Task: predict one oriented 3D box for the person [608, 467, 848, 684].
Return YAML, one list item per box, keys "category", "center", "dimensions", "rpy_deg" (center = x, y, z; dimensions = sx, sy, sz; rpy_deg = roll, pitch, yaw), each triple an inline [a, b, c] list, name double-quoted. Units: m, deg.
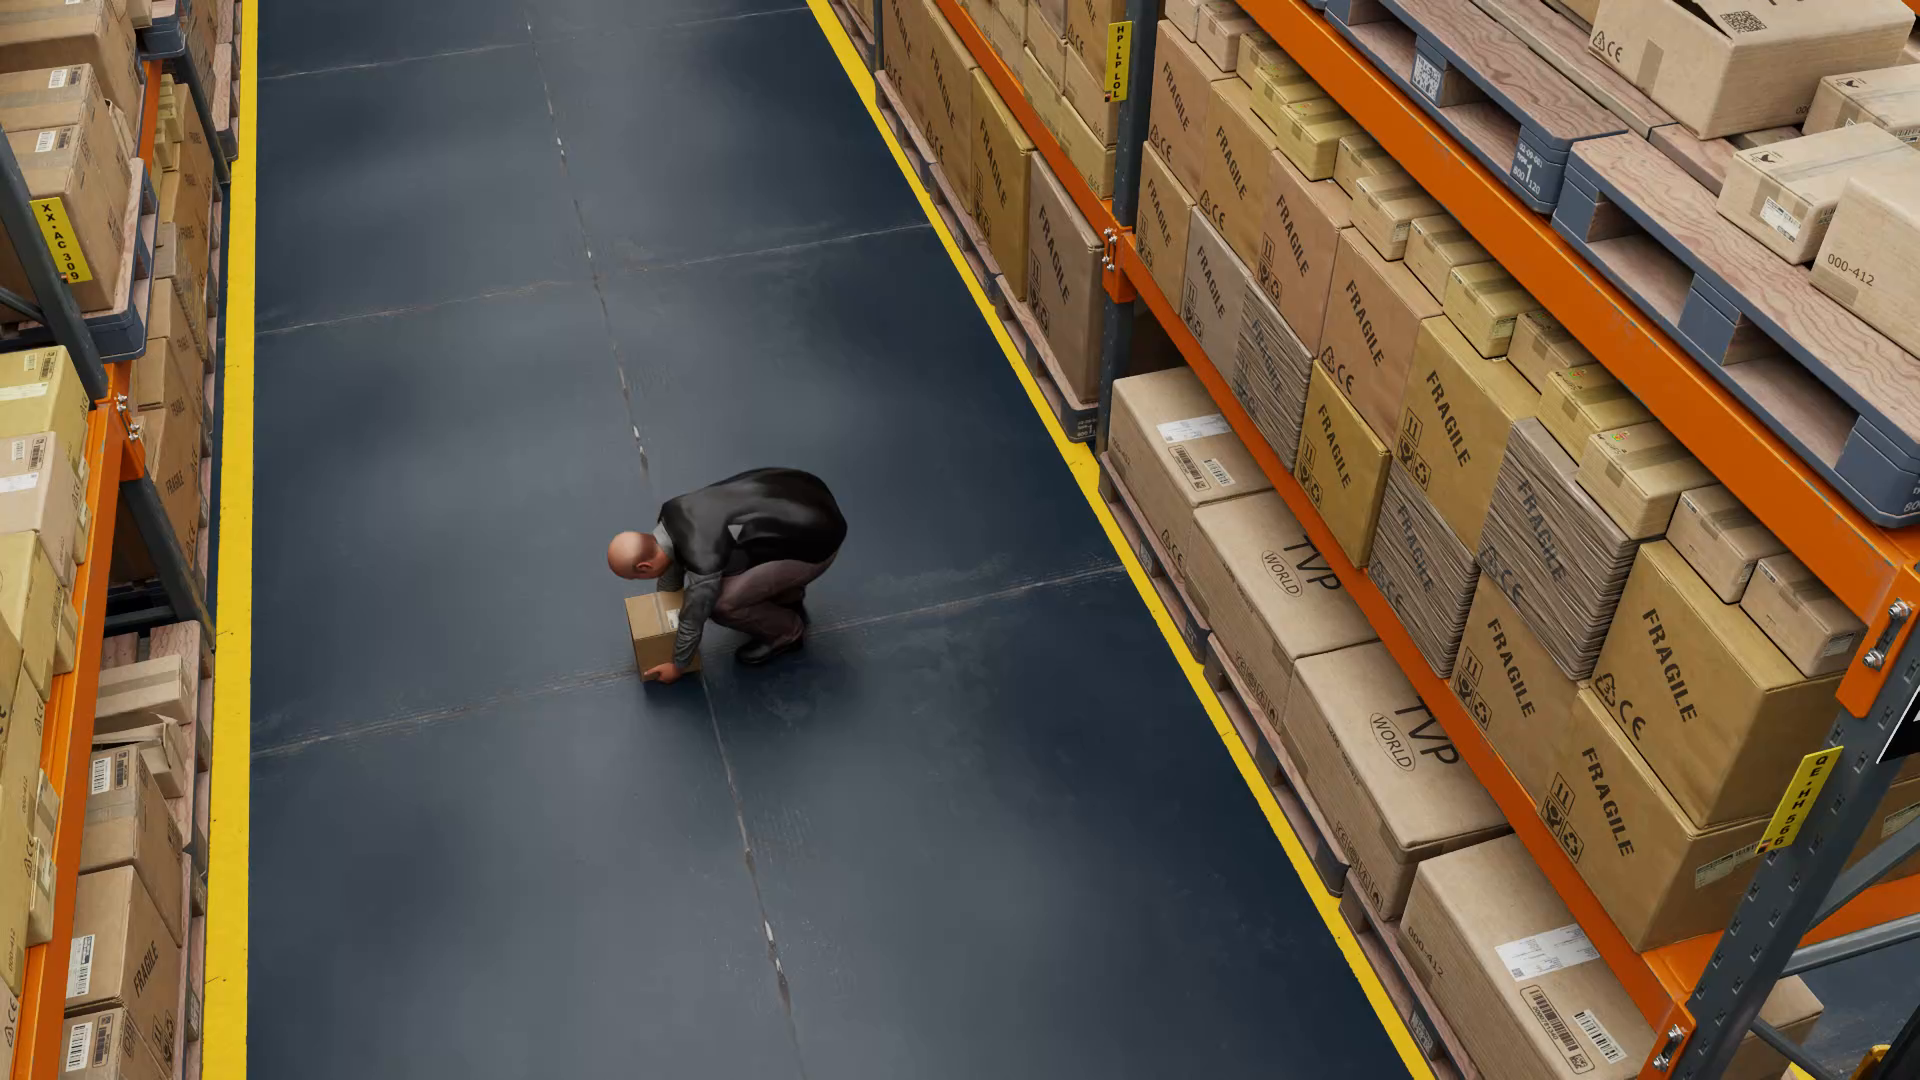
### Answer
- category: "person"
  center: [-0.929, 0.127, 6.742]
  dimensions: [0.947, 0.815, 0.502]
  rpy_deg: [-13, 44, -14]
